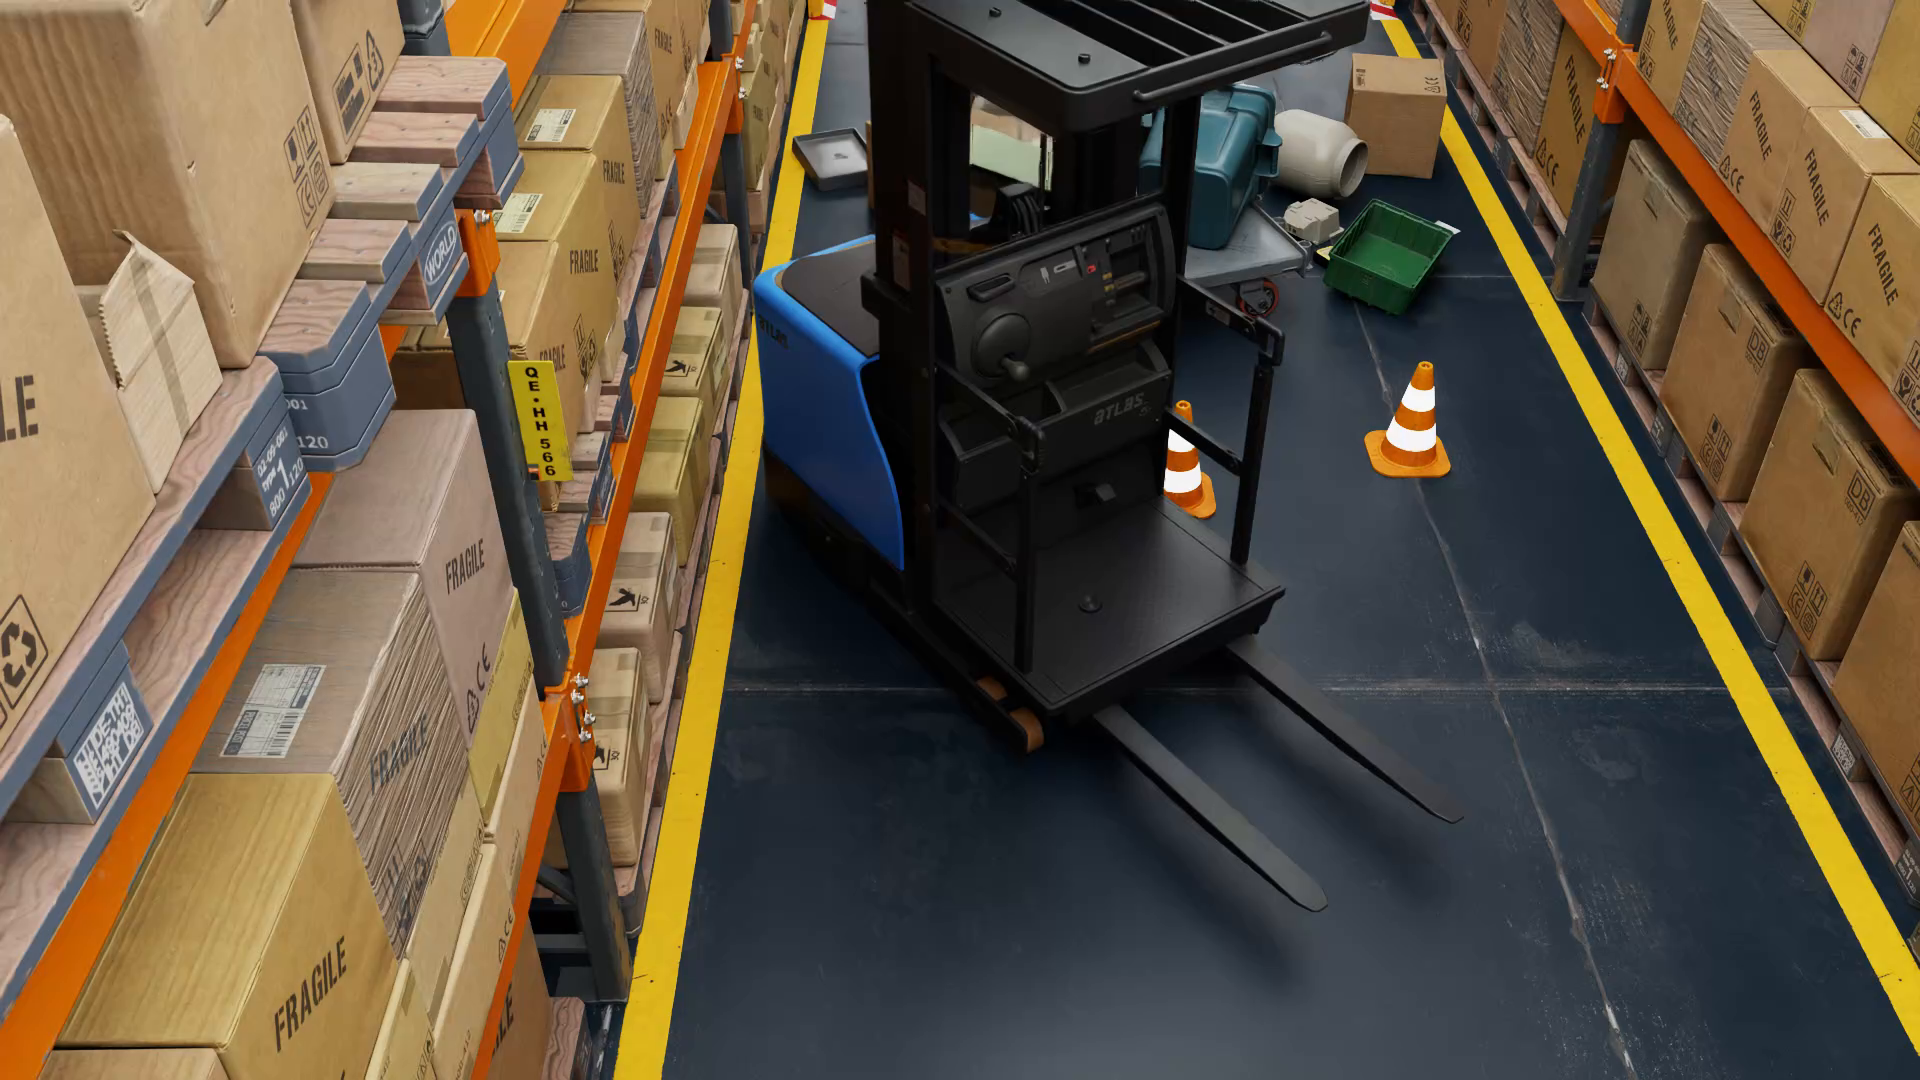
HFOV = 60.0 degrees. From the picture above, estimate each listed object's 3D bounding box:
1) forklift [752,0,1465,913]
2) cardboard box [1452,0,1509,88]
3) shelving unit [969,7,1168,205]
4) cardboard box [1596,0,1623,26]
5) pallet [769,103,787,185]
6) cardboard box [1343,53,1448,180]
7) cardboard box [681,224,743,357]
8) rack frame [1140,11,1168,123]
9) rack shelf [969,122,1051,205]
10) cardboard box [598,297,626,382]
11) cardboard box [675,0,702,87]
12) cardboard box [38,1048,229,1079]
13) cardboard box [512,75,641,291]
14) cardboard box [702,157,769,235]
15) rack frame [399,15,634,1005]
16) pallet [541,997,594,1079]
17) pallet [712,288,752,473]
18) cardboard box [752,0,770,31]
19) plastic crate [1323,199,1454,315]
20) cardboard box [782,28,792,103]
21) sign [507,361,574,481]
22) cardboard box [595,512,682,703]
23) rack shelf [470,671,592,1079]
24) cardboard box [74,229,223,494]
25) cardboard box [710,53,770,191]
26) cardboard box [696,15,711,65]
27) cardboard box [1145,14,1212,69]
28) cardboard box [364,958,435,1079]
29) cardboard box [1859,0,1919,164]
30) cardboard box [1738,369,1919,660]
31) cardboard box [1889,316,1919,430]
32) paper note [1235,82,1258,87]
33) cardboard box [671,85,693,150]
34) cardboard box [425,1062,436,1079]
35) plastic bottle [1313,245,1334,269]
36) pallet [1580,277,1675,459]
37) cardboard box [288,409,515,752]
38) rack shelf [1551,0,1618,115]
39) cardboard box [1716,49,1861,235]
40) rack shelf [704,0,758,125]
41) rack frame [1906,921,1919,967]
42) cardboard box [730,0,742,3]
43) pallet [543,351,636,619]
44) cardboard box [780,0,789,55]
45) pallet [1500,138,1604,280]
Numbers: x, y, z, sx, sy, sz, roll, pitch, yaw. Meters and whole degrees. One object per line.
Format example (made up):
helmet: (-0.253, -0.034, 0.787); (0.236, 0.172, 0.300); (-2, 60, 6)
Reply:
forklift: (0.461, -0.741, 5.331); (1.130, 2.935, 3.031); (-24, 45, -27)
cardboard box: (3.510, -3.241, 9.759); (0.875, 0.875, 0.875); (-1, 39, -1)
shelving unit: (0.336, -1.794, 7.004); (0.755, 1.500, 0.431); (22, 3, 12)
cardboard box: (3.433, -2.669, 7.561); (0.875, 0.550, 0.550); (0, 39, 0)
pallet: (-1.545, -2.409, 9.588); (1.003, 0.211, 1.213); (0, 39, 0)
cardboard box: (2.417, -2.375, 9.312); (0.500, 0.500, 0.500); (6, 39, 8)
cardboard box: (-1.502, -1.123, 7.518); (0.950, 0.372, 0.625); (0, 39, 1)
rack frame: (0.668, -1.658, 6.929); (0.023, 1.500, 0.400); (22, 3, 12)
rack shelf: (0.215, -1.491, 7.018); (0.720, 0.370, 0.431); (22, 3, 12)
cardboard box: (-1.215, -0.600, 4.966); (0.380, 0.149, 0.250); (0, 39, 0)
cardboard box: (-1.273, -2.033, 6.234); (0.500, 0.500, 0.500); (0, 39, 0)
cardboard box: (-1.242, 1.031, 2.186); (0.500, 0.500, 0.500); (-1, 39, -1)
cardboard box: (-1.284, -1.070, 5.032); (0.500, 0.500, 0.500); (1, 39, 1)
cardboard box: (-1.236, -1.773, 8.426); (0.500, 0.250, 0.500); (-2, 39, -2)
rack frame: (-1.500, 0.189, 4.116); (1.000, 3.000, 0.127); (0, 39, 0)
pallet: (-1.575, 1.770, 4.372); (1.003, 0.211, 1.213); (0, 39, 0)
pallet: (-1.503, -0.738, 7.502); (1.003, 0.211, 1.213); (0, 39, 0)
cardboard box: (-1.178, -2.718, 8.487); (0.380, 0.149, 0.250); (1, 39, 2)
plastic crate: (2.135, -1.412, 8.316); (0.450, 0.188, 0.662); (27, 45, 16)
cardboard box: (-1.241, -2.748, 9.644); (0.500, 0.250, 0.500); (-1, 39, -2)
sign: (-0.945, -0.265, 3.757); (0.100, 0.325, 0.005); (0, 39, 0)
cardboard box: (-1.500, 0.236, 5.823); (0.950, 0.372, 0.625); (-1, 39, -1)
rack shelf: (-1.498, 1.720, 2.780); (1.077, 0.370, 4.000); (0, 39, 0)
cardboard box: (-1.149, -0.232, 2.014); (0.396, 0.266, 0.258); (-1, 39, -1)
cardboard box: (-1.236, -2.065, 8.192); (0.500, 0.500, 0.500); (2, 39, 2)
cardboard box: (-1.228, -2.057, 6.783); (0.380, 0.149, 0.250); (0, 39, 1)
cardboard box: (1.024, -2.743, 9.771); (0.797, 0.503, 0.637); (-28, 46, -30)
cardboard box: (-1.220, 0.996, 2.829); (0.500, 0.250, 0.500); (-1, 39, -1)
cardboard box: (3.453, -1.545, 5.399); (0.700, 0.500, 0.500); (0, 39, 0)
cardboard box: (3.534, -0.091, 5.929); (1.050, 0.750, 0.750); (1, 39, 1)
cardboard box: (3.181, -0.510, 4.908); (0.500, 0.500, 0.500); (0, 39, 0)
paper note: (1.744, -2.766, 10.178); (0.144, 0.017, 0.142); (13, 40, 15)
cardboard box: (-1.206, -1.571, 6.177); (0.380, 0.149, 0.250); (0, 39, 0)
cardboard box: (-1.239, 1.198, 2.977); (0.500, 0.250, 0.500); (0, 39, -1)
plastic bottle: (1.935, -1.404, 8.453); (0.133, 0.061, 0.283); (-20, 43, -23)
pallet: (3.521, -0.809, 7.590); (1.003, 0.211, 1.213); (0, 39, 0)
cardboard box: (-1.238, 0.083, 3.368); (0.500, 0.500, 0.500); (-1, 39, -1)
rack shelf: (3.443, -3.349, 9.106); (1.077, 0.370, 4.000); (0, 39, 0)
cardboard box: (3.176, -1.461, 6.094); (0.500, 0.500, 0.500); (0, 39, 0)
rack shelf: (-1.507, -3.283, 9.023); (1.077, 0.370, 4.000); (0, 39, 0)
rack frame: (3.450, 0.122, 4.199); (1.000, 3.000, 0.127); (0, 39, 0)
cardboard box: (-1.227, -2.743, 7.456); (0.500, 0.500, 0.500); (0, 39, 0)
pallet: (-1.608, -0.182, 4.732); (1.213, 0.211, 1.003); (0, 39, 0)
cardboard box: (-1.250, -3.055, 9.426); (0.500, 0.500, 0.500); (-1, 39, -1)
pallet: (3.522, -1.767, 8.786); (1.003, 0.211, 1.213); (0, 39, 0)
